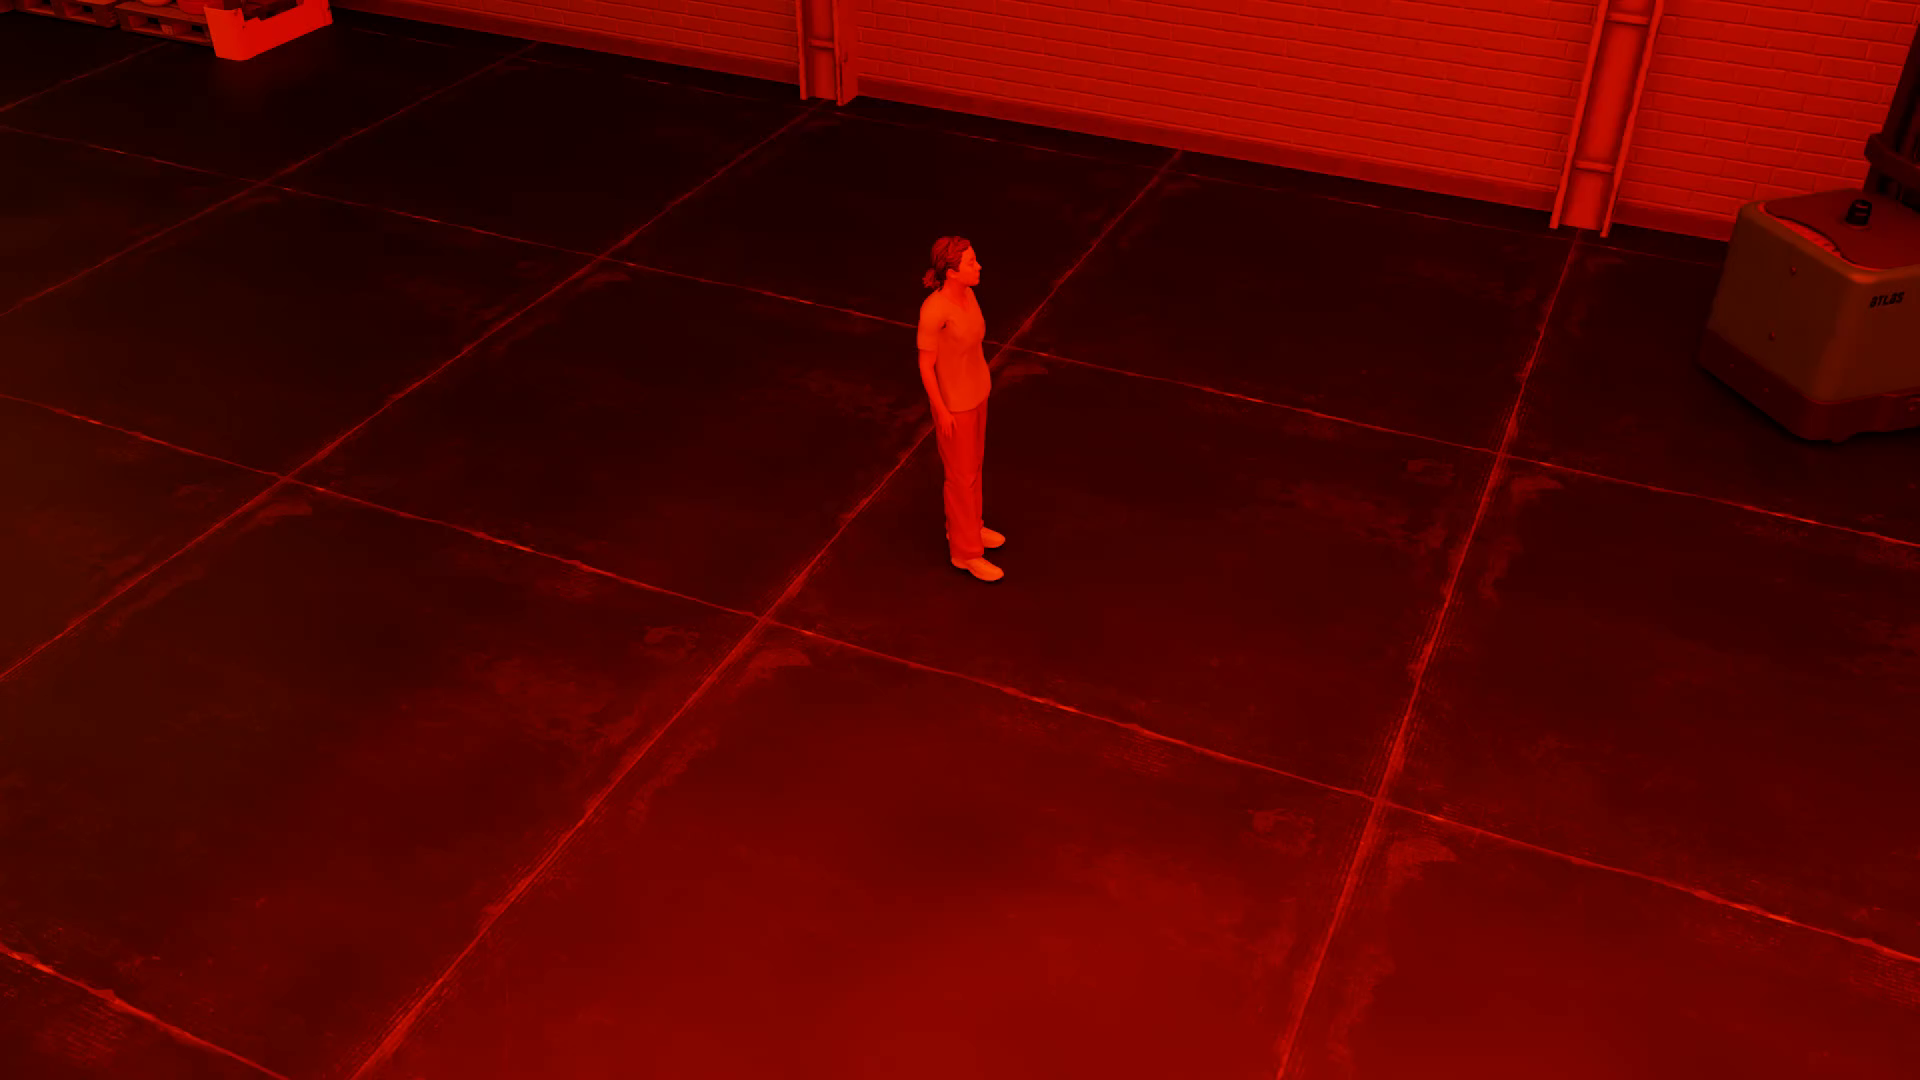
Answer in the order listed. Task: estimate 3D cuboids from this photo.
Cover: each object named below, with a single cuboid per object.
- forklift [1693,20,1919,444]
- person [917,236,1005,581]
[{"bbox_3d":[5.991,-2.224,9.204,3.031,2.935,1.130,-10,37,-14],"label":"forklift"},{"bbox_3d":[0.062,-0.664,8.086,0.549,1.675,0.553,15,38,20],"label":"person"}]
